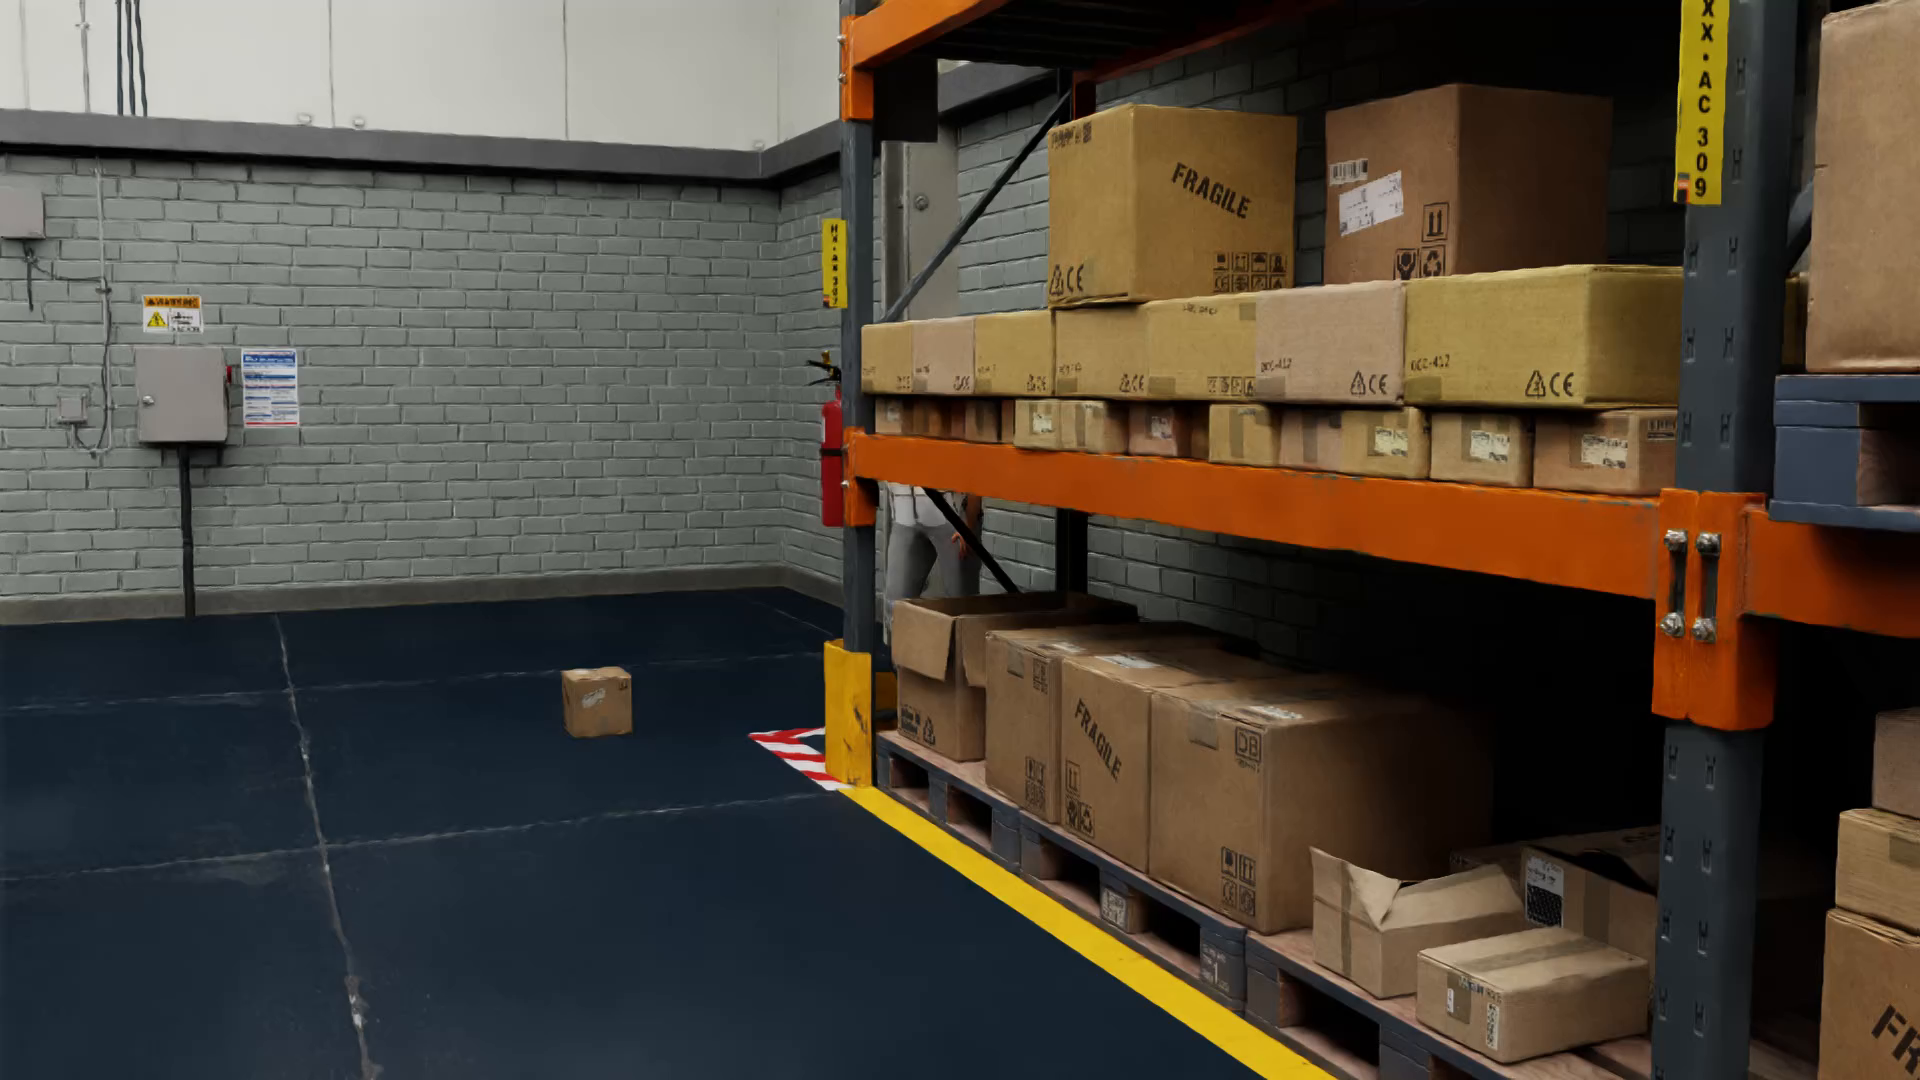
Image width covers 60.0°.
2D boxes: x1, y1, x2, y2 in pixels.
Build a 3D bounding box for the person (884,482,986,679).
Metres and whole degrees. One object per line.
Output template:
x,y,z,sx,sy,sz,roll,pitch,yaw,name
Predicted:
-0.104,-0.029,7.581,0.515,1.727,0.455,3,6,30,person
